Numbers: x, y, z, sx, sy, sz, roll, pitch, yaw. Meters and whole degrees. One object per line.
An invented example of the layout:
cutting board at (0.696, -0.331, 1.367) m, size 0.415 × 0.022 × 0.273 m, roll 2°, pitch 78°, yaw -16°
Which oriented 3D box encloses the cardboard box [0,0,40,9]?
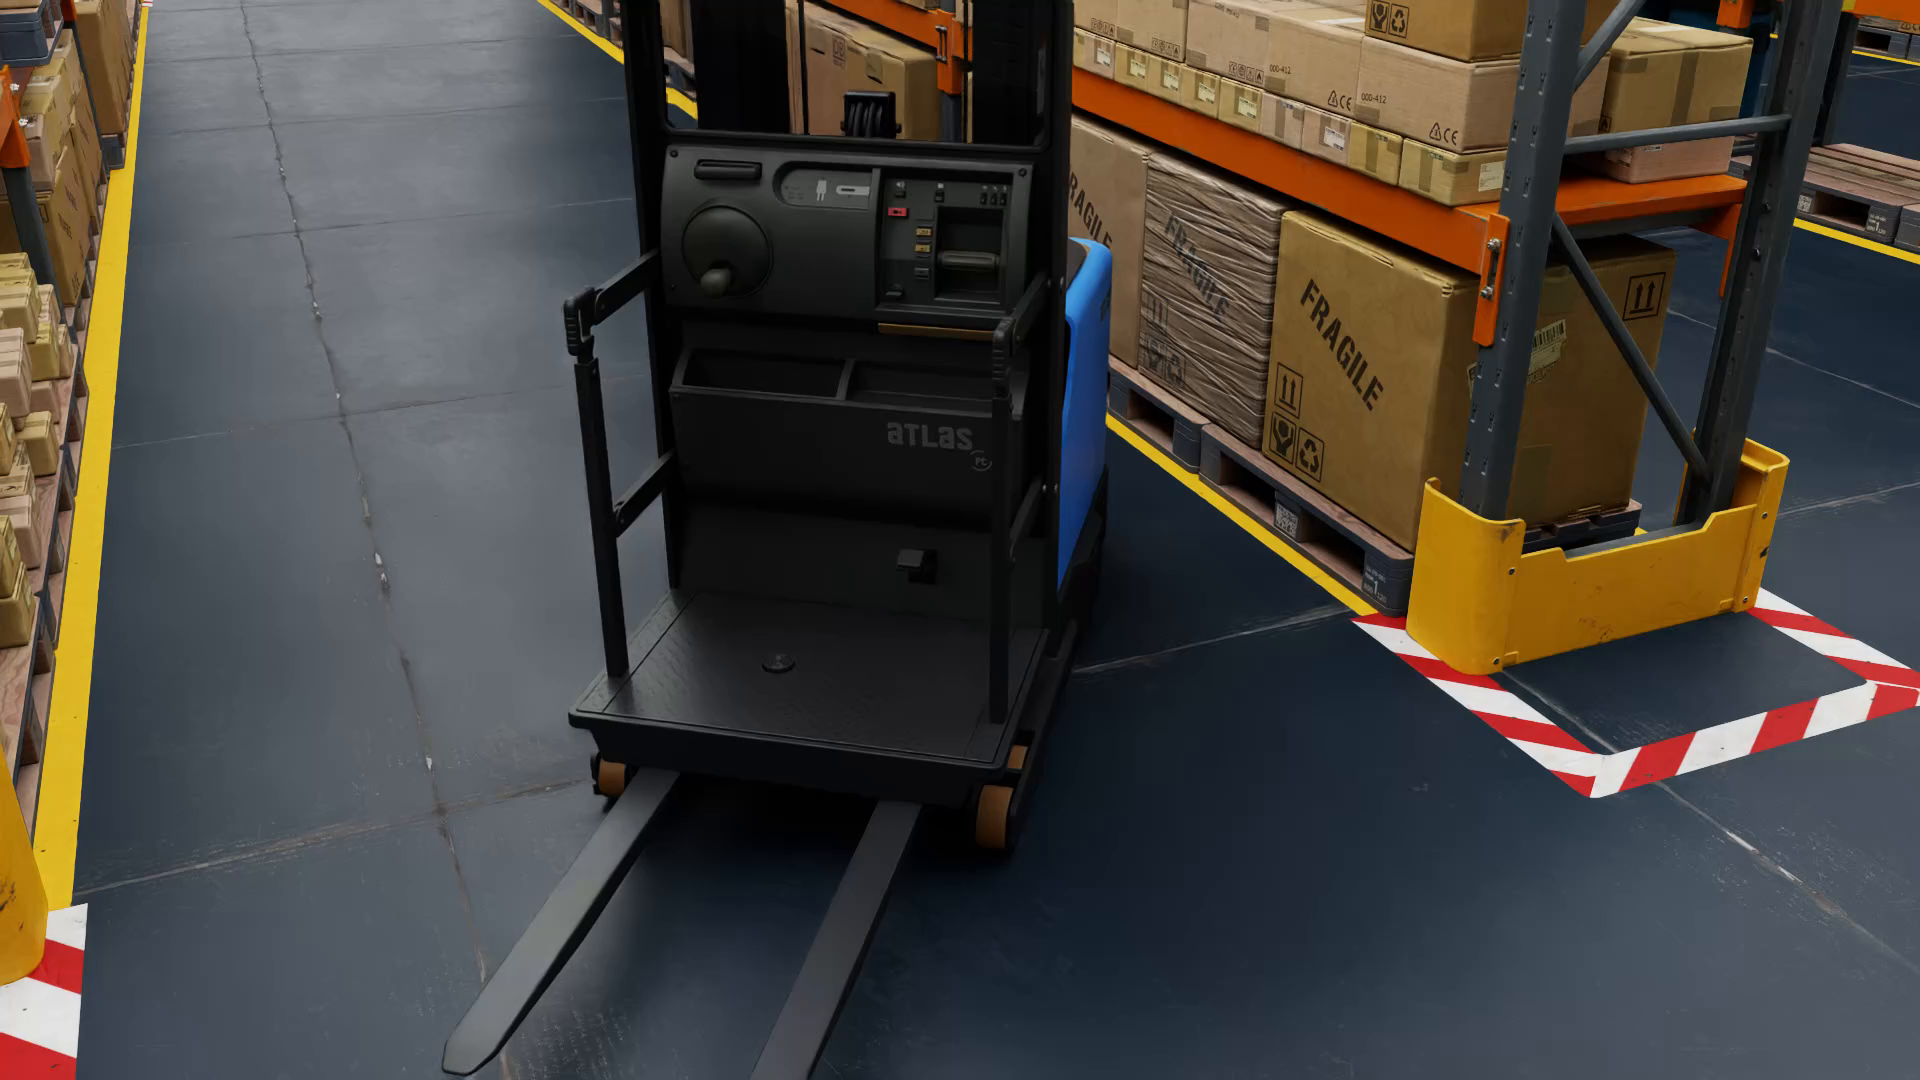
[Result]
cardboard box at (-3.942, -2.233, 6.713) m, size 0.380 × 0.149 × 0.250 m, roll -12°, pitch 28°, yaw -23°

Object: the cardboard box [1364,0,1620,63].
cardboard box at (1.527, -1.671, 4.730) m, size 0.500 × 0.500 × 0.500 m, roll -10°, pitch 28°, yaw -20°

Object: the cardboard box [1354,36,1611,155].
cardboard box at (1.525, -1.332, 4.892) m, size 0.500 × 0.250 × 0.500 m, roll -11°, pitch 28°, yaw -21°

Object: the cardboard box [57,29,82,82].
cardboard box at (-5.268, -2.706, 9.388) m, size 0.500 × 0.250 × 0.500 m, roll -11°, pitch 28°, yaw -22°

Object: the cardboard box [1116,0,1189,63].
cardboard box at (0.920, -1.952, 6.161) m, size 0.500 × 0.250 × 0.500 m, roll -11°, pitch 28°, yaw -21°

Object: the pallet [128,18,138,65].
pallet at (-7.569, -4.216, 14.145) m, size 1.003 × 0.211 × 1.213 m, roll -11°, pitch 28°, yaw -21°

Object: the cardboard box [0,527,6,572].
cardboard box at (-2.736, 0.036, 4.350) m, size 0.380 × 0.149 × 0.250 m, roll -11°, pitch 28°, yaw -21°

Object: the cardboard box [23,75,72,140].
cardboard box at (-4.663, -2.087, 8.121) m, size 0.500 × 0.250 × 0.500 m, roll -9°, pitch 28°, yaw -19°

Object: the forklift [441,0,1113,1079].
forklift at (-0.331, -0.721, 3.887) m, size 1.130 × 2.935 × 3.031 m, roll 6°, pitch 27°, yaw 11°

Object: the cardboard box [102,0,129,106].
cardboard box at (-6.278, -3.326, 11.228) m, size 1.050 × 0.750 × 0.750 m, roll -10°, pitch 28°, yaw -20°

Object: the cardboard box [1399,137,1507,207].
cardboard box at (1.517, -1.090, 4.851) m, size 0.380 × 0.149 × 0.250 m, roll -10°, pitch 28°, yaw -20°

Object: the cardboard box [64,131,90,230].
cardboard box at (-4.682, -1.751, 8.288) m, size 0.500 × 0.500 × 0.500 m, roll -10°, pitch 28°, yaw -20°

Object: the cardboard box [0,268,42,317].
cardboard box at (-3.695, -0.899, 6.265) m, size 0.380 × 0.149 × 0.250 m, roll -10°, pitch 28°, yaw -20°

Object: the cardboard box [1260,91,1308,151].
cardboard box at (1.219, -1.398, 5.481) m, size 0.380 × 0.149 × 0.250 m, roll -10°, pitch 28°, yaw -20°

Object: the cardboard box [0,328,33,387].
cardboard box at (-3.370, -0.588, 5.629) m, size 0.380 × 0.149 × 0.250 m, roll -12°, pitch 28°, yaw -23°

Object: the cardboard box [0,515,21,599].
cardboard box at (-2.846, 0.072, 4.615) m, size 0.380 × 0.149 × 0.250 m, roll -10°, pitch 28°, yaw -19°

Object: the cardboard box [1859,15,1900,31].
cardboard box at (8.068, -4.677, 14.259) m, size 0.500 × 0.500 × 0.500 m, roll -12°, pitch 28°, yaw -22°

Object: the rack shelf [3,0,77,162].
rack shelf at (-4.994, -2.404, 8.074) m, size 1.077 × 0.370 × 4.000 m, roll -11°, pitch 28°, yaw -21°

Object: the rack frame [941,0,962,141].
rack frame at (0.393, -2.731, 7.924) m, size 1.000 × 3.000 × 0.127 m, roll -11°, pitch 28°, yaw -21°

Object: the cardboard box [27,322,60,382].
cardboard box at (-3.556, -0.676, 6.147) m, size 0.380 × 0.149 × 0.250 m, roll -12°, pitch 28°, yaw -22°

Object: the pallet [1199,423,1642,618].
pallet at (1.574, -0.172, 5.862) m, size 1.003 × 0.211 × 1.213 m, roll -11°, pitch 28°, yaw -21°

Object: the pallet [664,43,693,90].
pallet at (-1.952, -3.900, 13.497) m, size 1.003 × 0.211 × 1.213 m, roll -11°, pitch 28°, yaw -21°

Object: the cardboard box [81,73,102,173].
cardboard box at (-5.279, -2.379, 9.574) m, size 0.500 × 0.500 × 0.500 m, roll -11°, pitch 28°, yaw -21°

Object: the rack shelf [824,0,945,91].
rack shelf at (-0.390, -3.215, 9.736) m, size 1.077 × 0.370 × 4.000 m, roll -11°, pitch 28°, yaw -21°

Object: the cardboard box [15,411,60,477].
cardboard box at (-3.338, -0.309, 5.736) m, size 0.380 × 0.149 × 0.250 m, roll -11°, pitch 28°, yaw -21°

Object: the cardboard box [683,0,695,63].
cardboard box at (-1.683, -3.909, 12.685) m, size 0.700 × 0.500 × 0.500 m, roll -13°, pitch 29°, yaw -25°

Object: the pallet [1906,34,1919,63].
pallet at (8.674, -3.993, 13.689) m, size 1.003 × 0.211 × 1.213 m, roll -11°, pitch 28°, yaw -21°

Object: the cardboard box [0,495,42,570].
cardboard box at (-3.040, 0.006, 5.089) m, size 0.380 × 0.149 × 0.250 m, roll -12°, pitch 28°, yaw -23°

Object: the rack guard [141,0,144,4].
rack guard at (-8.919, -5.650, 16.753) m, size 1.175 × 0.500 × 0.348 m, roll -11°, pitch 28°, yaw -21°

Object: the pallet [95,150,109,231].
pallet at (-5.472, -1.965, 9.535) m, size 1.003 × 0.211 × 1.213 m, roll -11°, pitch 28°, yaw -21°

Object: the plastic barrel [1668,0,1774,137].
plastic barrel at (4.753, -3.050, 10.491) m, size 0.600 × 0.901 × 0.708 m, roll -11°, pitch 28°, yaw -21°

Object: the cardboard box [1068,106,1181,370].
cardboard box at (0.930, -1.321, 6.980) m, size 0.875 × 0.875 × 0.875 m, roll -11°, pitch 28°, yaw -21°

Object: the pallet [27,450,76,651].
pallet at (-3.433, 0.092, 5.321) m, size 1.003 × 0.211 × 1.213 m, roll -11°, pitch 28°, yaw -21°

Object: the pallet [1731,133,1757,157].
pallet at (4.686, -2.647, 10.932) m, size 1.003 × 0.211 × 1.213 m, roll -11°, pitch 28°, yaw -21°

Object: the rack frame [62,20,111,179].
rack frame at (-5.777, -3.534, 9.570) m, size 1.000 × 3.000 × 0.127 m, roll -11°, pitch 28°, yaw -21°

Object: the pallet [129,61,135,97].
pallet at (-6.972, -3.597, 12.877) m, size 1.003 × 0.211 × 1.213 m, roll -11°, pitch 28°, yaw -21°

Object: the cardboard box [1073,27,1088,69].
cardboard box at (0.614, -2.020, 6.755) m, size 0.380 × 0.149 × 0.250 m, roll -11°, pitch 28°, yaw -21°

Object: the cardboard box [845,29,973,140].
cardboard box at (0.124, -2.220, 8.820) m, size 1.225 × 0.875 × 0.875 m, roll -10°, pitch 28°, yaw -20°

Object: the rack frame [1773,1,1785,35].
rack frame at (7.943, -6.046, 14.715) m, size 1.000 × 3.000 × 0.127 m, roll -11°, pitch 28°, yaw -21°

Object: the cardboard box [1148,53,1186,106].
cardboard box at (0.919, -1.707, 6.115) m, size 0.380 × 0.149 × 0.250 m, roll -10°, pitch 28°, yaw -20°
